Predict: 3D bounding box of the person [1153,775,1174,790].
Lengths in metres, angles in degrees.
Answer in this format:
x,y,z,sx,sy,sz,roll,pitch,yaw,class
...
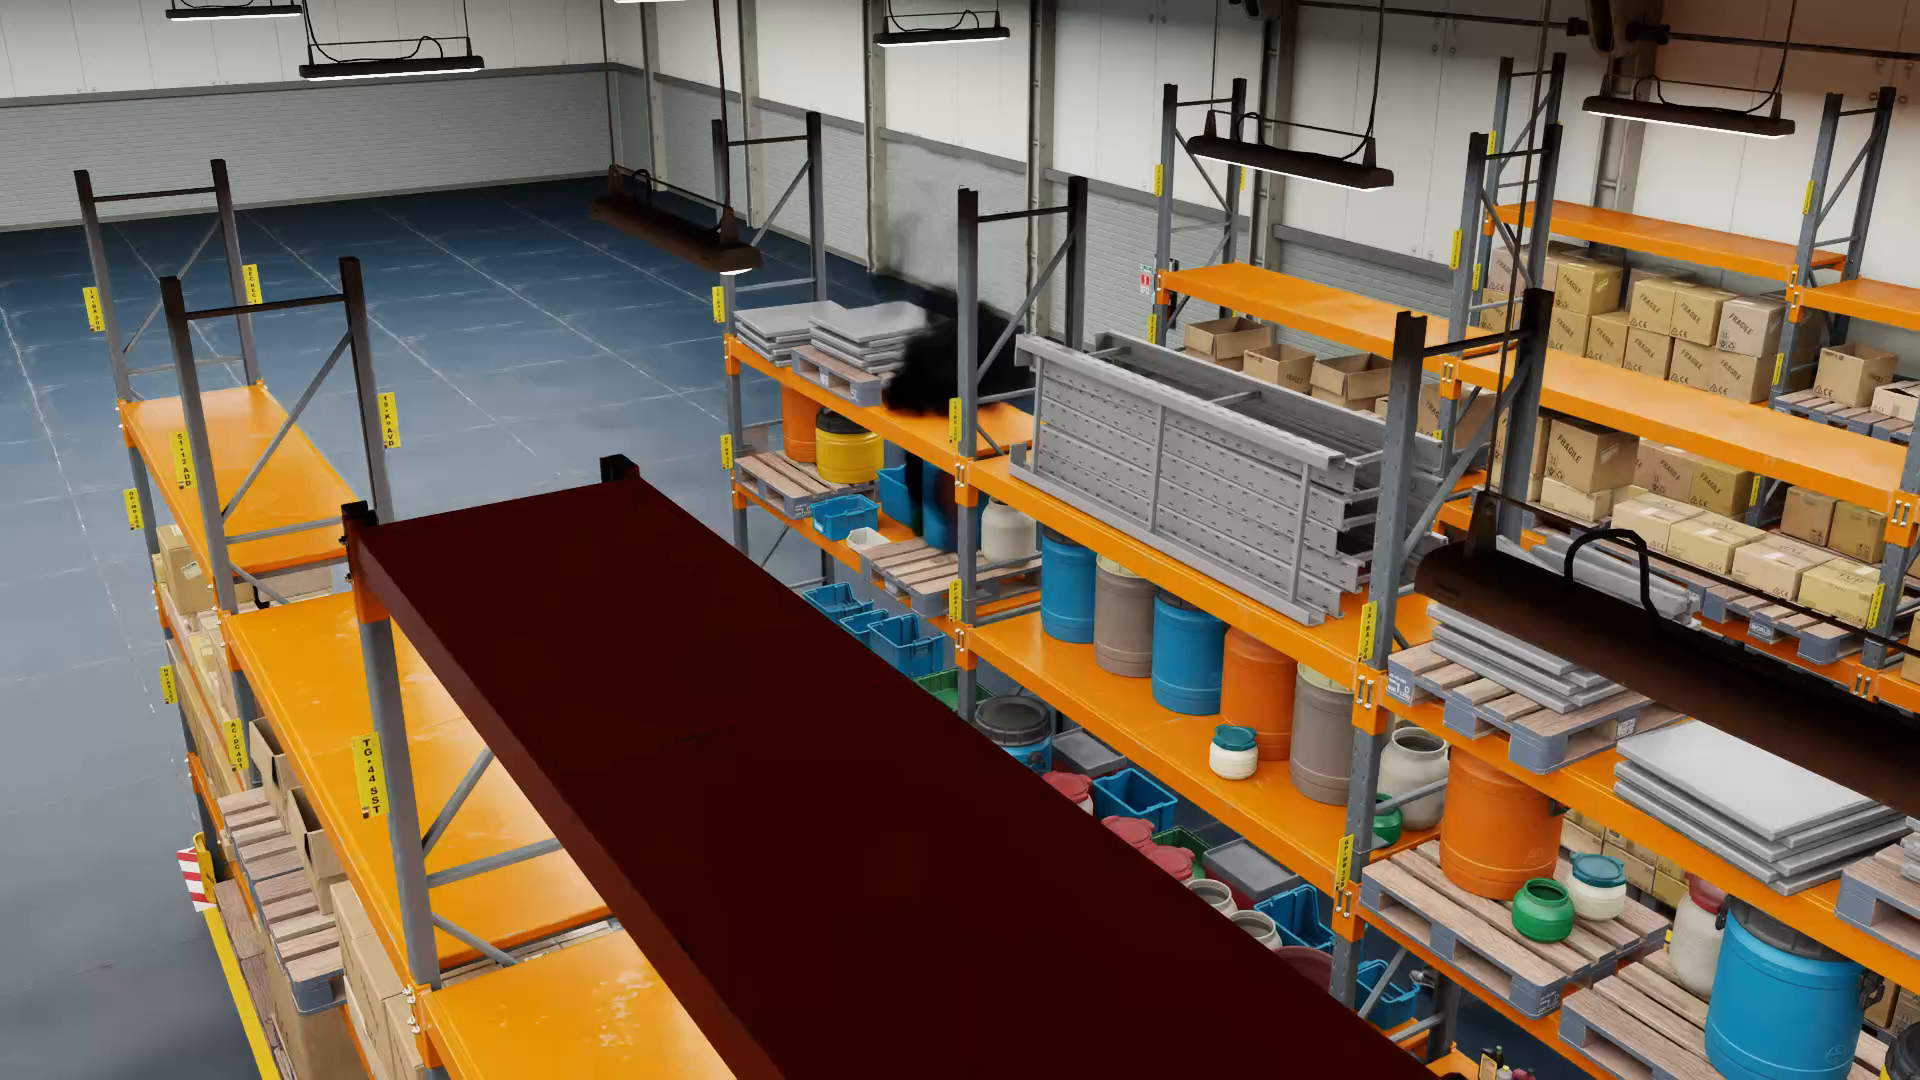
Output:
x,y,z,sx,sy,sz,roll,pitch,yaw,class
1.840,1.400,14.812,0.639,1.890,0.742,-19,28,-38,person

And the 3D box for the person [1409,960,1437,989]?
x,y,z,sx,sy,sz,roll,pitch,yaw,class
3.658,2.736,12.515,0.548,1.552,0.538,20,29,40,person

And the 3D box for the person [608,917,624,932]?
x,y,z,sx,sy,sz,roll,pitch,yaw,class
-2.053,3.165,10.573,0.574,1.730,0.883,-15,26,-33,person
